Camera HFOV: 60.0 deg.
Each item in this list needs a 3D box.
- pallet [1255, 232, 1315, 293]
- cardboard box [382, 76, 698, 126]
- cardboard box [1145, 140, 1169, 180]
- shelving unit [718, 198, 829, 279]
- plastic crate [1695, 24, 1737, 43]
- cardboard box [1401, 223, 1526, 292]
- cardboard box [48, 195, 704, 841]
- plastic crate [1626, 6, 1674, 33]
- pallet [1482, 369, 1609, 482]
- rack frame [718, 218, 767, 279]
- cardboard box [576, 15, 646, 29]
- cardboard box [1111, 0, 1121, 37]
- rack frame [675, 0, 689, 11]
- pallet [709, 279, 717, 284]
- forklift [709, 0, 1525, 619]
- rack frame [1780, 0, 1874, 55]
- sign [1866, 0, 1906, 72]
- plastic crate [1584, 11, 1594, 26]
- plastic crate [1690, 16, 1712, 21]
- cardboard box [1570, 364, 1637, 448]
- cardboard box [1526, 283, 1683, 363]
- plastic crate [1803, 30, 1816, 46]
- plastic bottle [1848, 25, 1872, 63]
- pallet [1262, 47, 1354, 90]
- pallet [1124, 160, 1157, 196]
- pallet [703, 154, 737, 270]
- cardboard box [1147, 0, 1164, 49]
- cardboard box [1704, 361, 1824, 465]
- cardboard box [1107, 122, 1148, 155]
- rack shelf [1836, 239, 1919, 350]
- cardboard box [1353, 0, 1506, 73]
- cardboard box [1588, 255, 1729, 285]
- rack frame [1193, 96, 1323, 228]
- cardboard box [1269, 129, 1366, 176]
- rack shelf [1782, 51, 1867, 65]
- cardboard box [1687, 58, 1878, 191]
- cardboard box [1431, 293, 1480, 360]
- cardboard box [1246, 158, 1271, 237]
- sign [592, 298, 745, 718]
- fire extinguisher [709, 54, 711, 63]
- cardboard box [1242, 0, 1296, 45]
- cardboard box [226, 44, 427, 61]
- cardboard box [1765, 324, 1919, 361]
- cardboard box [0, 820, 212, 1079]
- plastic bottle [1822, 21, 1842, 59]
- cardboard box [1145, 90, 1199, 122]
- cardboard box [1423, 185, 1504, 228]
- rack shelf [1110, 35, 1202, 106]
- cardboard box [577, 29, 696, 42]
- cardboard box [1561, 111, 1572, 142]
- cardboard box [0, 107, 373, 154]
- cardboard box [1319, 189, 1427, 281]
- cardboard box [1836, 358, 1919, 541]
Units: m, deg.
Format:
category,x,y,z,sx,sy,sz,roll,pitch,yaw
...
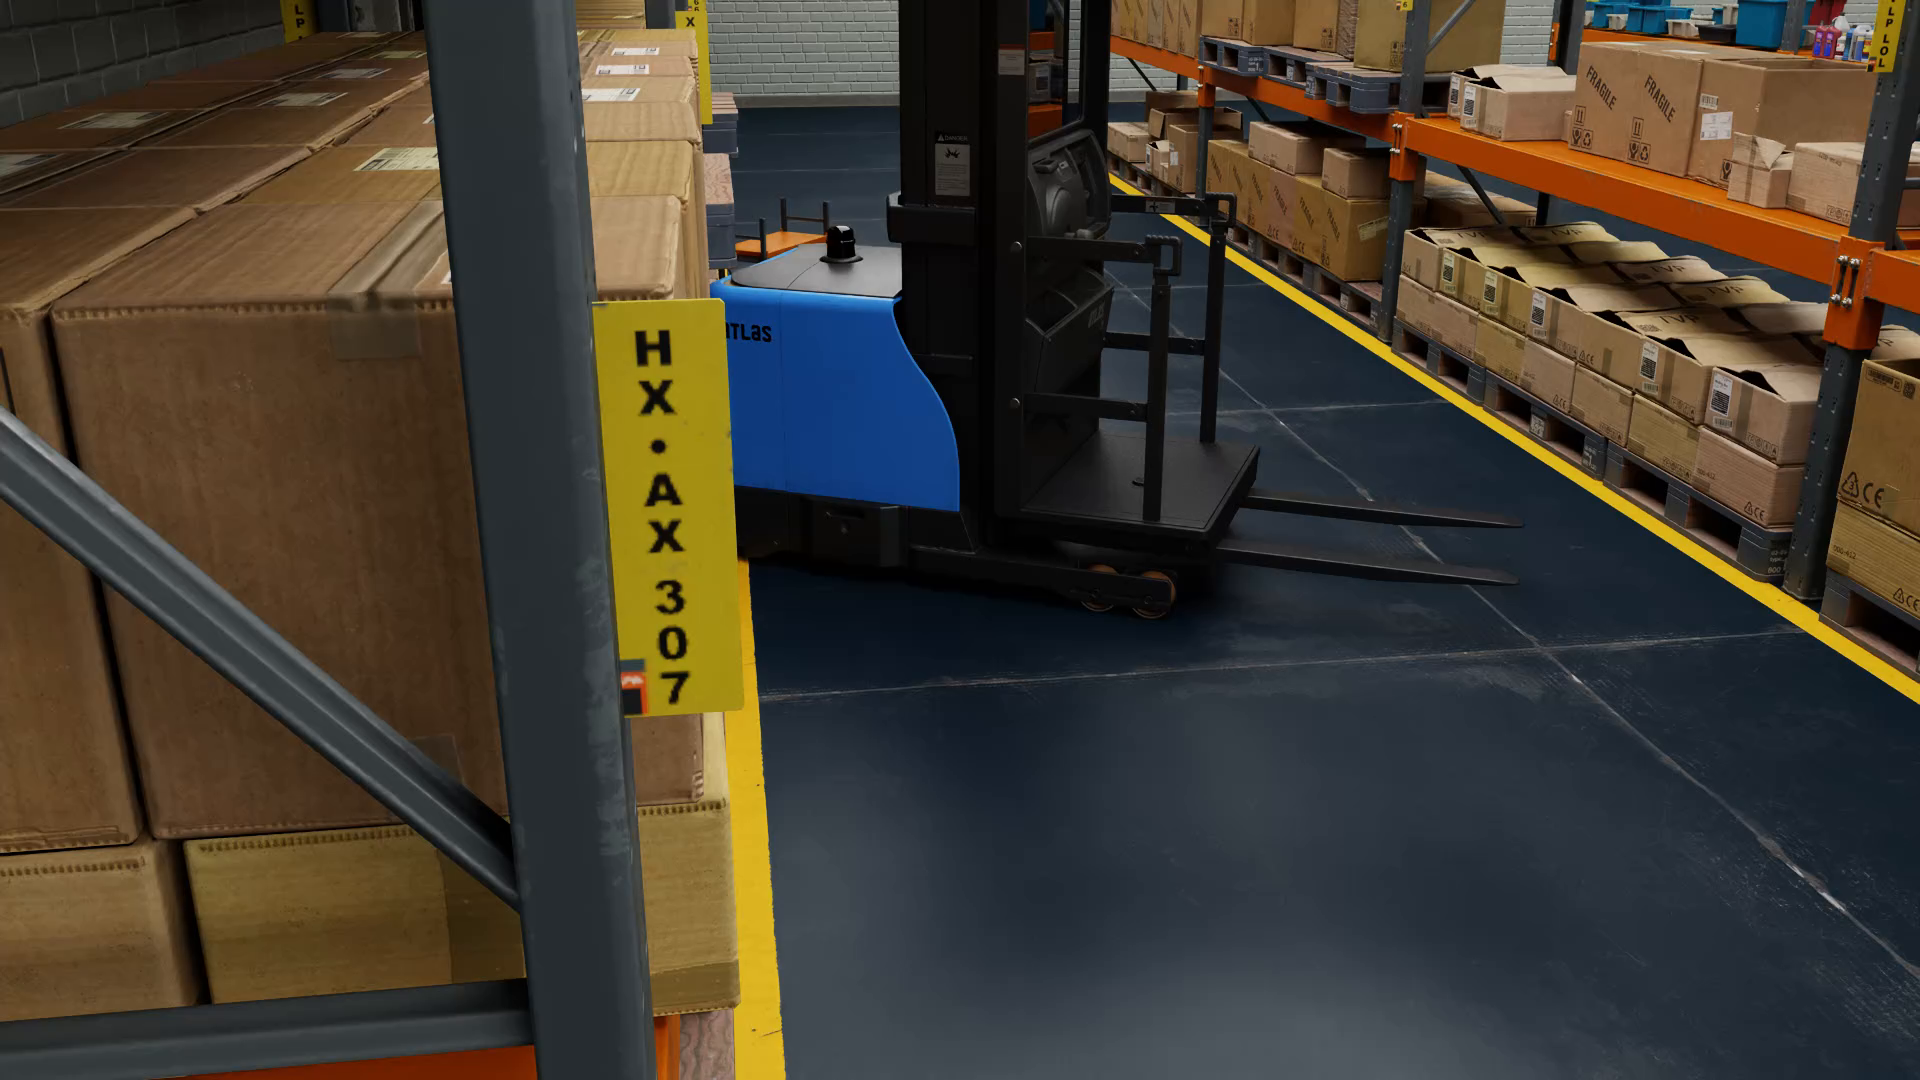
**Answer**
category,x,y,z,sx,sy,sz,roll,pitch,yaw
pallet,2.751,-1.981,11.719,1.003,0.211,1.213,-3,21,-8
cardboard box,-0.742,-0.584,3.108,0.500,0.500,0.500,-2,21,-6
cardboard box,1.946,-3.380,14.692,0.500,0.311,0.500,-3,21,-8
shelving unit,-0.793,-0.847,7.270,0.258,1.200,0.503,10,23,26
plastic crate,6.892,-4.512,14.818,0.437,0.125,0.590,-3,21,-8
cardboard box,2.778,-1.581,9.190,0.500,0.311,0.500,-2,21,-6
cardboard box,-0.526,-0.055,1.692,0.500,0.500,0.500,-3,21,-8
plastic crate,6.642,-5.016,16.012,0.416,0.233,0.300,-3,21,-8
pallet,3.246,-0.591,7.996,1.003,0.211,1.213,-3,21,-8
rack frame,-0.907,-0.772,7.067,0.240,1.200,0.015,10,23,26
cardboard box,-1.445,-1.594,5.926,0.700,0.500,0.500,-1,20,-2
cardboard box,1.723,-5.077,15.879,0.500,0.500,0.500,-3,21,-8
rack frame,-1.908,-2.354,8.733,1.000,3.000,0.127,-3,21,-8
pallet,-1.947,-1.325,9.962,1.003,0.211,1.213,-3,21,-8
forklift,0.590,-1.301,6.009,3.031,2.935,1.130,7,22,18
rack frame,7.319,-4.239,13.779,1.000,3.000,0.127,-3,21,-8
sign,3.034,-1.695,5.426,0.100,0.325,0.005,-3,21,-8
plastic crate,6.416,-5.311,16.941,0.250,0.136,0.298,-3,21,-8
plastic crate,7.192,-4.958,15.994,0.298,0.136,0.250,-3,21,-8
cardboard box,3.078,-0.611,7.394,0.500,0.250,0.500,-2,21,-7
cardboard box,3.008,-1.045,7.754,0.500,0.311,0.500,-3,21,-8
plastic crate,7.393,-4.312,14.265,0.396,0.136,0.243,-3,21,-8
plastic bottle,7.061,-3.875,12.981,0.152,0.276,0.135,-3,21,-8
pallet,2.708,-3.189,11.241,1.003,0.211,1.213,-3,21,-8
pallet,2.139,-3.345,15.372,1.003,0.211,1.213,-3,21,-8
pallet,-1.298,-1.152,5.787,1.003,0.211,1.213,-3,21,-8
cardboard box,1.939,-4.554,14.478,0.500,0.500,0.500,-2,21,-7
cardboard box,3.228,-0.518,6.344,0.500,0.311,0.500,-3,21,-8
cardboard box,1.710,-3.918,16.220,0.500,0.250,0.500,-3,21,-8
rack shelf,3.858,-0.191,3.969,1.077,0.370,4.000,-3,21,-8
cardboard box,2.791,-3.062,9.883,0.700,0.500,0.500,-10,23,-26
cardboard box,3.464,-1.254,8.313,0.500,0.311,0.500,-3,21,-8
rack frame,2.417,-3.991,13.113,1.000,3.000,0.127,-3,21,-8
cardboard box,2.462,-2.677,11.469,0.500,0.250,0.500,-3,21,-9
rack shelf,7.607,-3.210,12.051,1.077,0.370,4.000,-3,21,-8
cardboard box,3.399,-1.717,6.882,0.500,0.500,0.500,-1,21,-4
cardboard box,2.852,-1.144,8.822,0.500,0.250,0.500,-3,21,-9
cardboard box,2.398,-2.488,12.035,0.500,0.500,0.500,-3,21,-7
sign,-0.218,-0.018,1.239,0.100,0.325,0.005,-3,21,-8
fire extinguisher,-2.626,-4.989,16.430,0.296,0.674,0.183,-3,21,-8
cardboard box,2.425,-3.824,11.924,0.700,0.500,0.500,0,20,1
cardboard box,-1.400,-0.907,3.973,0.500,0.500,0.500,-3,21,-8
cardboard box,3.690,-0.721,6.888,0.500,0.311,0.500,-3,21,-8
cardboard box,-1.014,0.324,1.747,0.500,0.250,0.500,-3,21,-7
plastic bottle,6.969,-3.990,13.278,0.061,0.283,0.133,-3,21,-8
cardboard box,2.162,-4.235,16.711,0.500,0.500,0.500,-3,21,-8
cardboard box,3.129,-1.994,10.711,0.500,0.500,0.500,-4,21,-10
rack shelf,2.128,-4.346,15.093,1.077,0.370,4.000,-3,21,-8
cardboard box,-0.957,-1.112,4.520,0.500,0.500,0.500,-3,21,-8
cardboard box,3.233,-2.049,8.275,0.380,0.149,0.250,-1,21,-4
cardboard box,-1.175,-0.381,2.563,0.500,0.500,0.500,-3,21,-9
cardboard box,2.626,-1.953,10.601,0.500,0.500,0.500,-2,21,-6
cardboard box,3.327,-0.304,5.502,0.500,0.500,0.500,-3,21,-8
